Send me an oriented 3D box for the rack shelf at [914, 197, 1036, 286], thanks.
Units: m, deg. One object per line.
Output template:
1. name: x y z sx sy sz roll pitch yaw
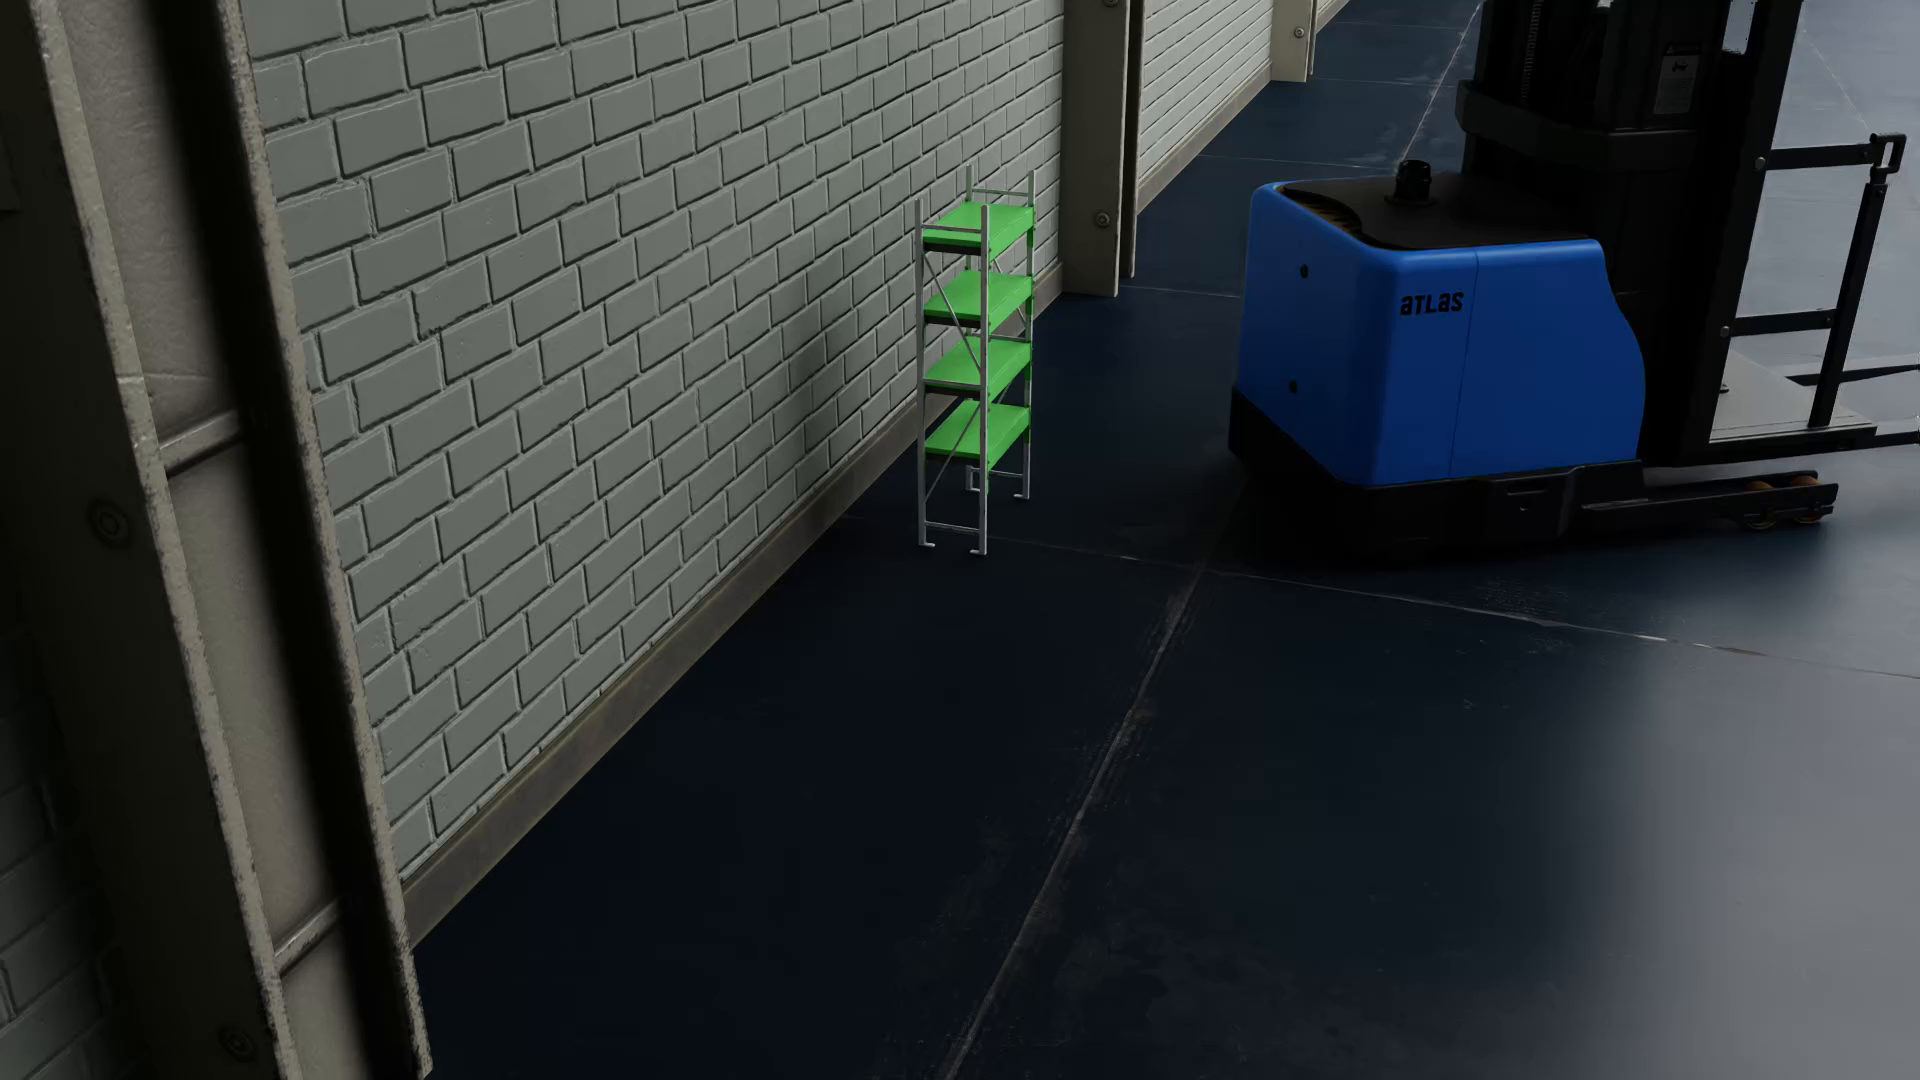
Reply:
1. rack shelf: 0.055 -0.983 5.448 0.258 0.148 0.480 9 27 17

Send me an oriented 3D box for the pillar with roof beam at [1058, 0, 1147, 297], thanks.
1. pillar with roof beam: 4.747 -4.734 5.201 9.100 9.000 0.400 9 27 17

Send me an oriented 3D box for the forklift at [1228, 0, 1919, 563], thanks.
1. forklift: 2.591 -1.573 5.635 3.031 2.935 1.130 -6 26 -12

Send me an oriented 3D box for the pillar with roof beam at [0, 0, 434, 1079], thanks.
1. pillar with roof beam: 2.751 -2.268 0.108 9.100 9.000 0.400 9 27 17

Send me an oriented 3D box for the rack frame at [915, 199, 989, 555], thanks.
1. rack frame: -0.026 -0.508 5.422 0.240 1.200 0.015 9 27 17

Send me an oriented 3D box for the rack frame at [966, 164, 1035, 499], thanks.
1. rack frame: 0.136 -0.708 5.836 0.240 1.200 0.015 9 27 17

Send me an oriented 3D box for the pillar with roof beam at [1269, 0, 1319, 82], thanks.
1. pillar with roof beam: 6.744 -7.200 10.293 9.100 9.000 0.400 9 27 17

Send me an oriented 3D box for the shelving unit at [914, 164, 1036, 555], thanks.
1. shelving unit: 0.055 -0.608 5.629 0.258 1.200 0.503 9 27 17

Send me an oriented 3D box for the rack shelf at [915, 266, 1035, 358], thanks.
1. rack shelf: 0.055 -0.767 5.552 0.258 0.148 0.480 9 27 17

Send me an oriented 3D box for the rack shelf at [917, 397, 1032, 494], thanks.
1. rack shelf: 0.055 -0.335 5.761 0.258 0.148 0.480 9 27 17

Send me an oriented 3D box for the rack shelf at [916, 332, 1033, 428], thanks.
1. rack shelf: 0.055 -0.551 5.657 0.258 0.148 0.480 9 27 17
